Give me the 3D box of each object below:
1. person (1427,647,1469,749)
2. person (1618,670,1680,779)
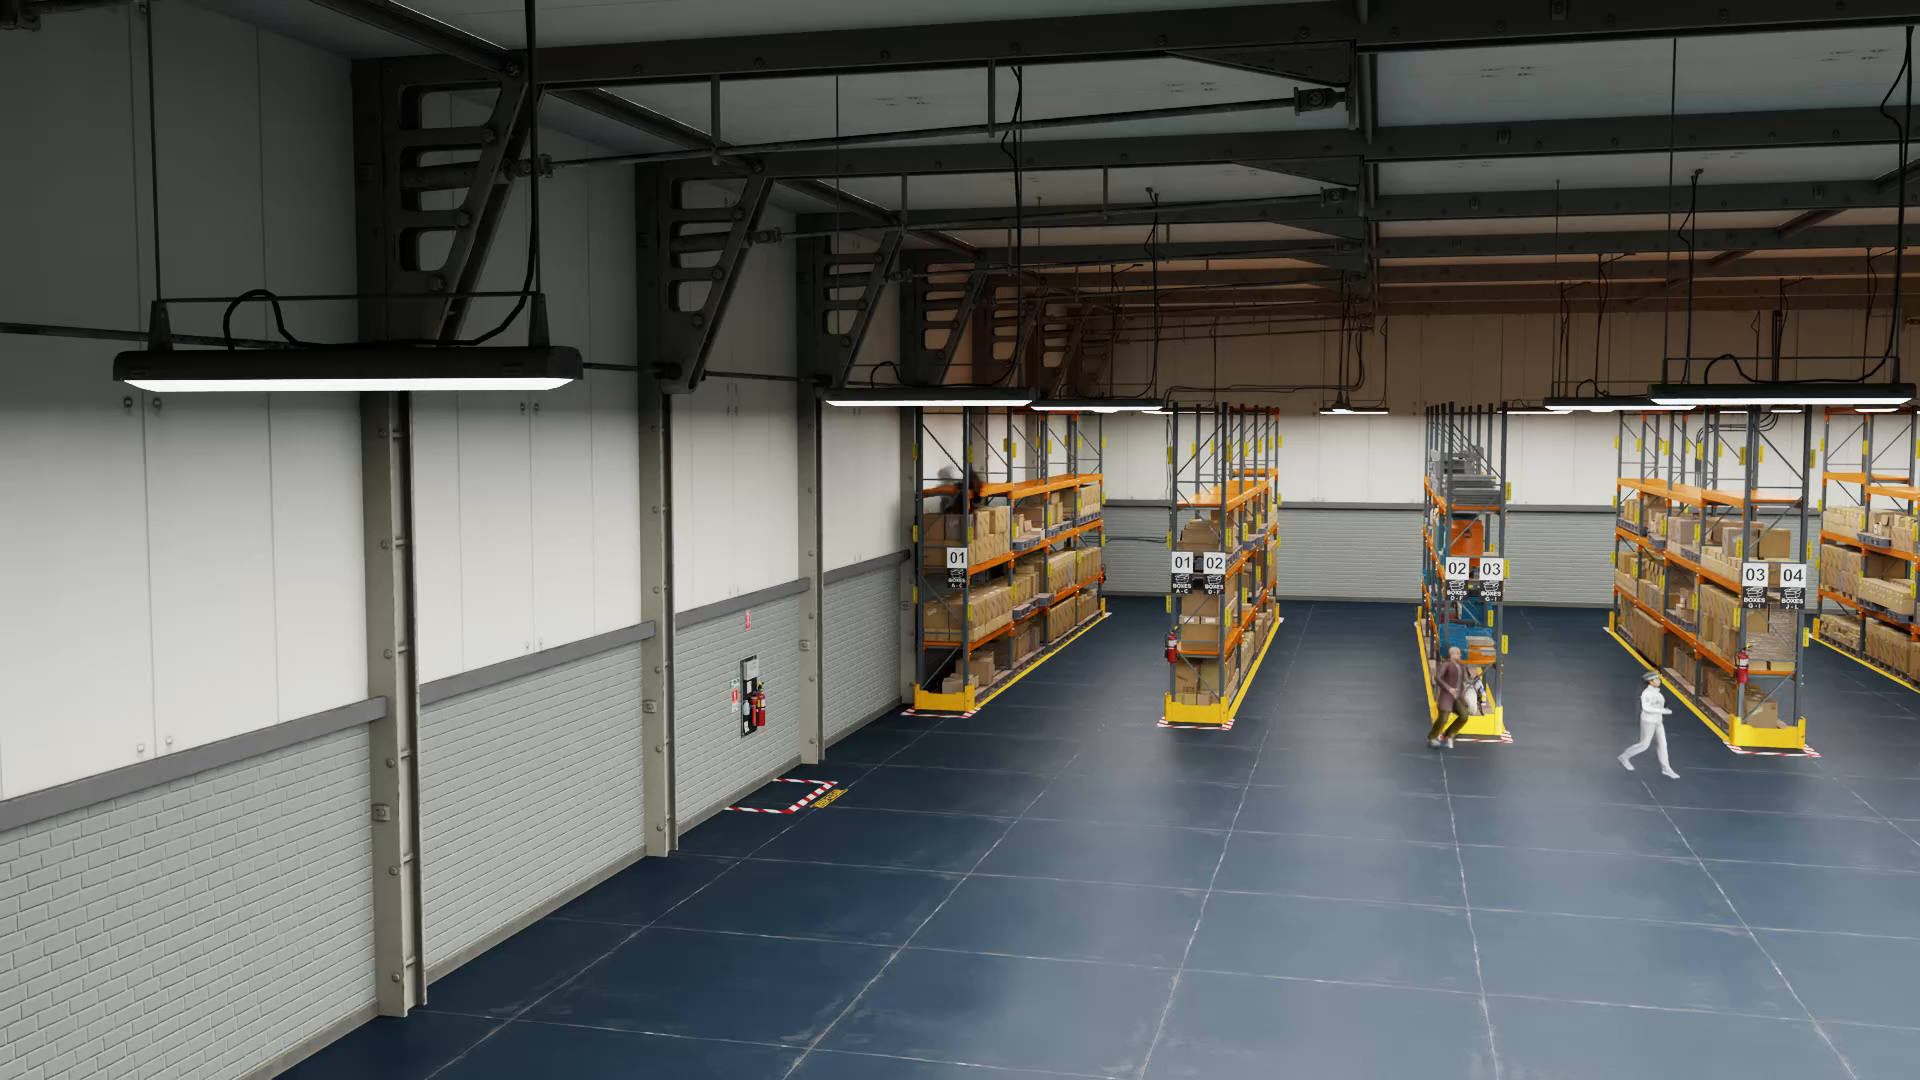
[{"bbox_3d":[8.537,2.733,28.848,0.774,1.754,0.673,-2,5,-29],"label":"person"},{"bbox_3d":[10.957,2.908,26.423,0.937,1.702,0.584,4,6,43],"label":"person"}]
